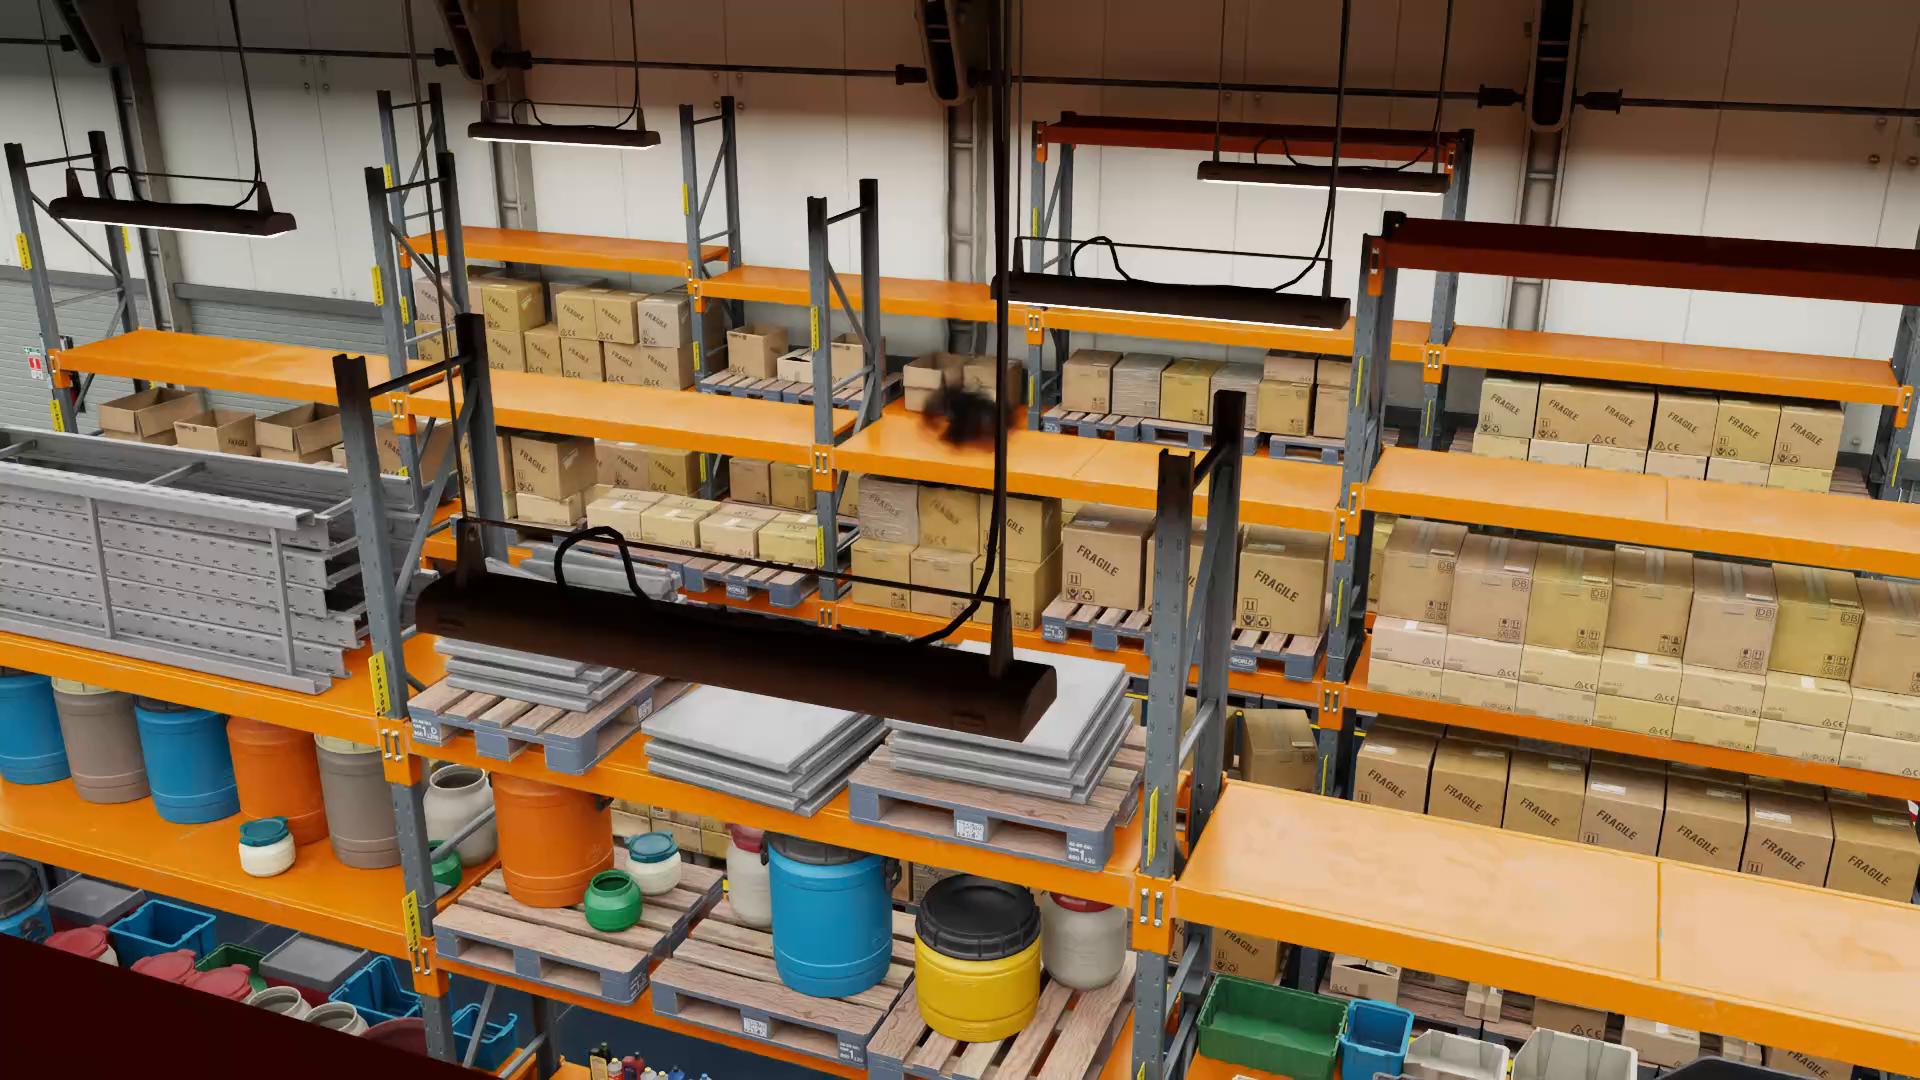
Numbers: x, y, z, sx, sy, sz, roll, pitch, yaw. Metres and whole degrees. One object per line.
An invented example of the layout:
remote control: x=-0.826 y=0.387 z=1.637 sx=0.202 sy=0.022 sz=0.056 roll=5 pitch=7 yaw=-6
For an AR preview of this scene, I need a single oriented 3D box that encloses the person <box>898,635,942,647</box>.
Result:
person: x=-0.390 y=1.354 z=15.668 sx=0.639 sy=1.838 sz=0.638 roll=8 pitch=22 yaw=20
